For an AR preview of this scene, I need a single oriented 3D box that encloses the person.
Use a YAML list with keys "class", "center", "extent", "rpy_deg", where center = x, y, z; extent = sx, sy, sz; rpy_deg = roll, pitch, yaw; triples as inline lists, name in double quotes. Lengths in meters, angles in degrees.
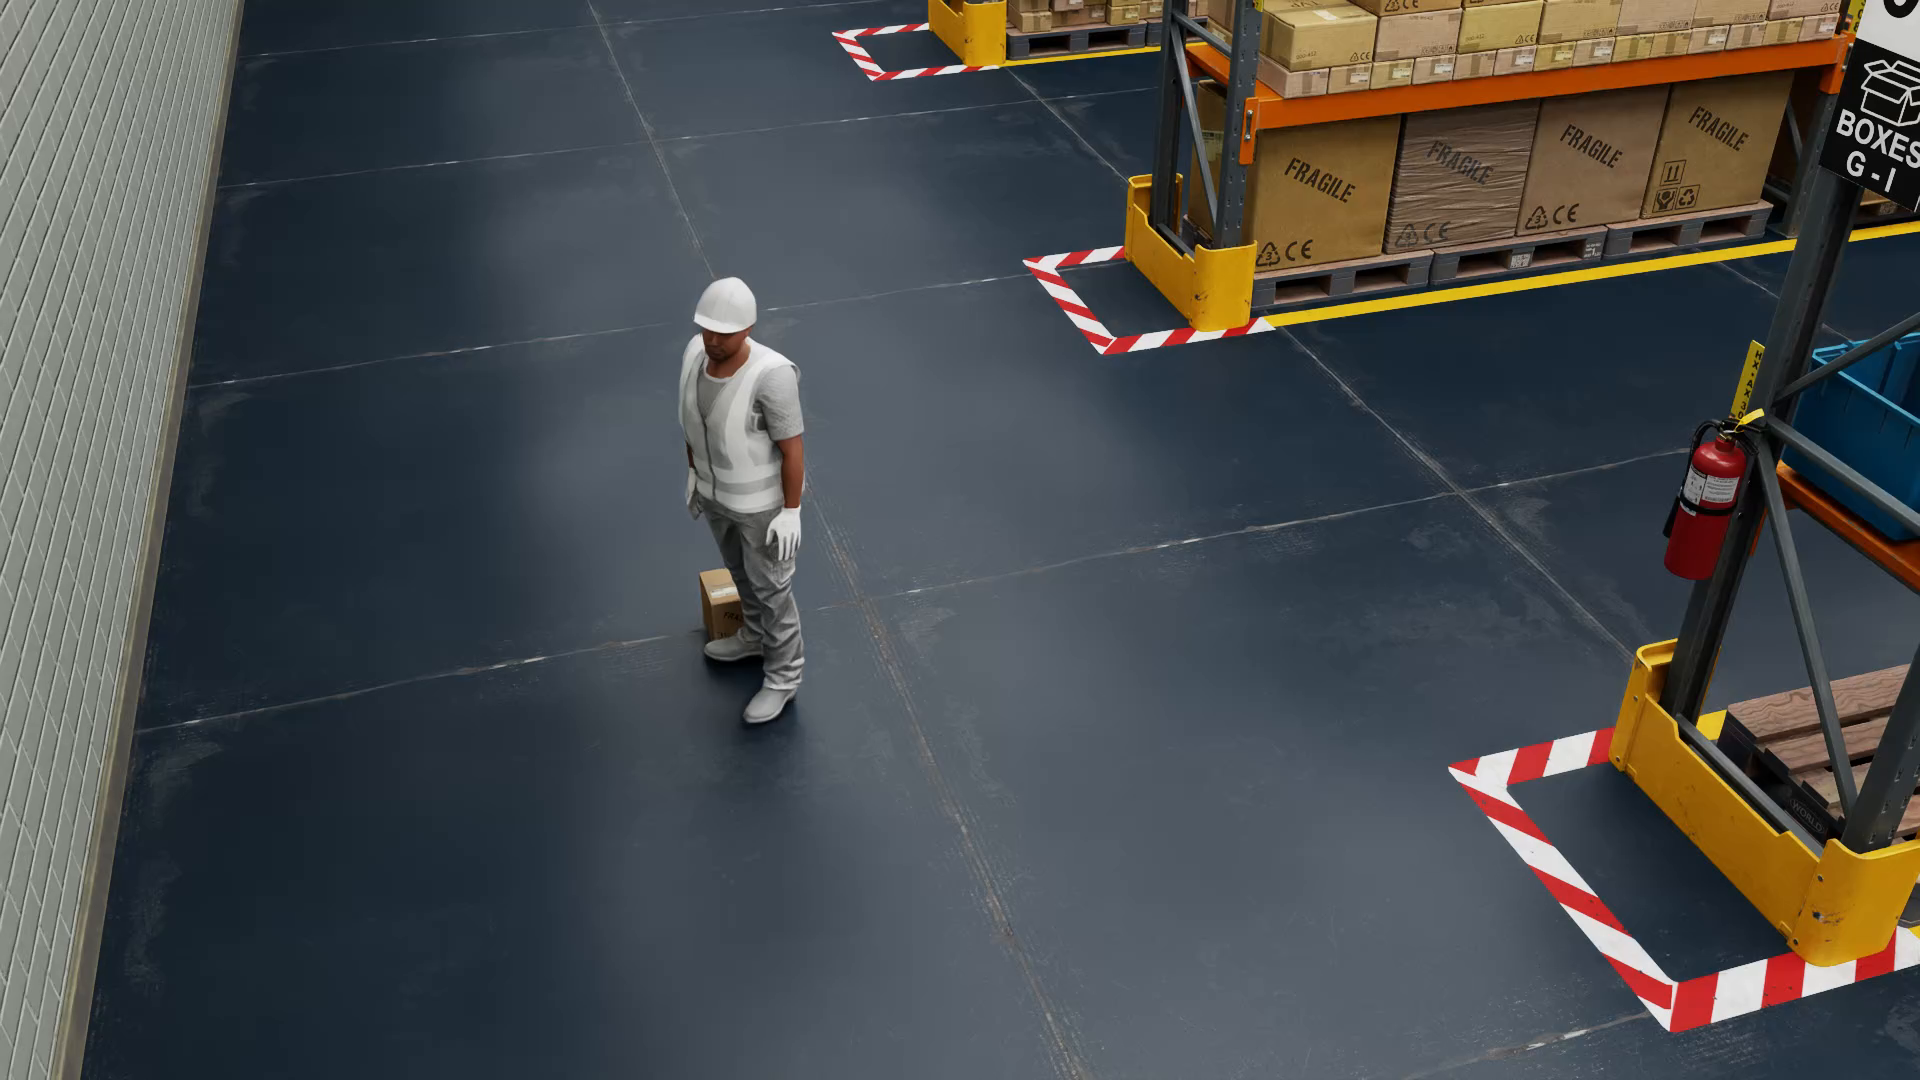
- class: "person"
  center: [-0.831, -0.161, 6.311]
  extent: [0.617, 1.784, 0.449]
  rpy_deg: [27, 42, 35]
